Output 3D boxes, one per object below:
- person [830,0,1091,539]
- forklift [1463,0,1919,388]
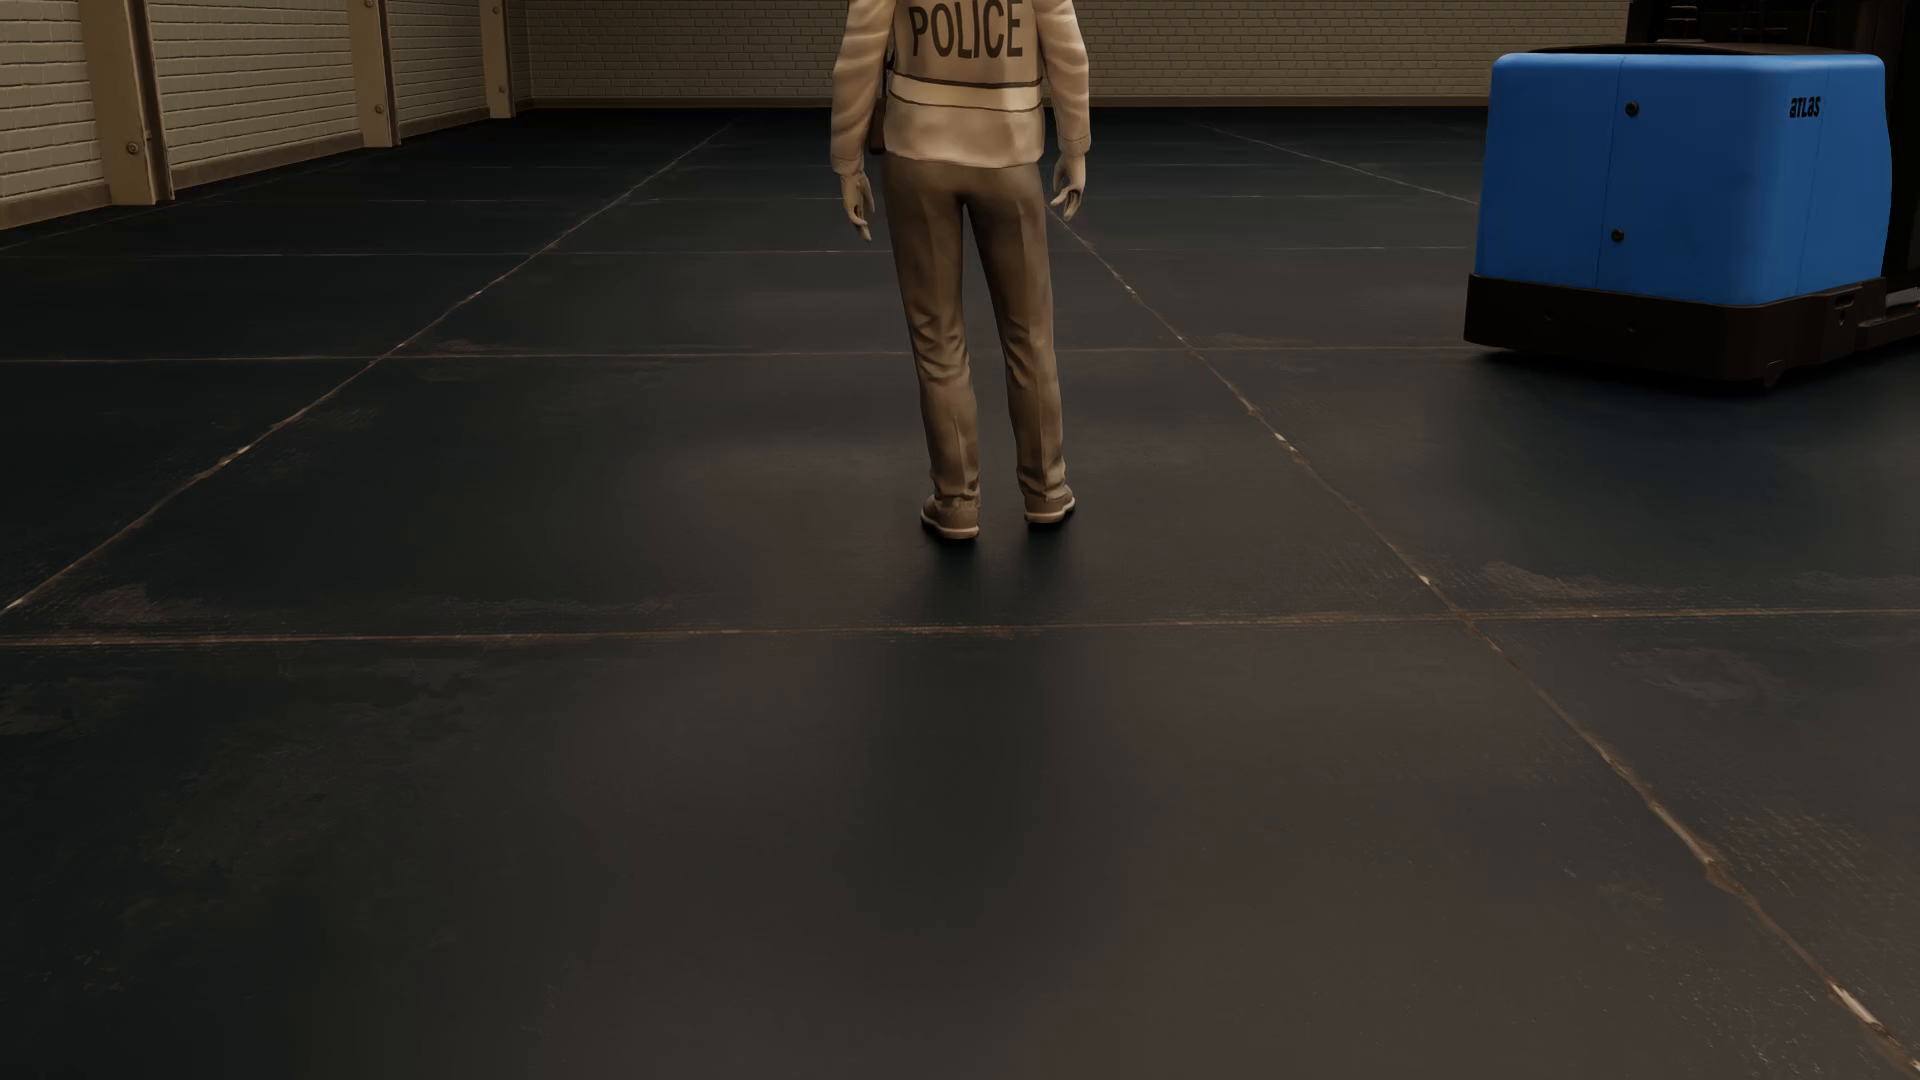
[{"bbox_3d":[0.007,-0.837,3.734,0.581,1.694,0.530,-1,17,-3],"label":"person"},{"bbox_3d":[3.274,-2.238,6.224,3.031,2.935,1.130,-14,22,-39],"label":"forklift"}]
